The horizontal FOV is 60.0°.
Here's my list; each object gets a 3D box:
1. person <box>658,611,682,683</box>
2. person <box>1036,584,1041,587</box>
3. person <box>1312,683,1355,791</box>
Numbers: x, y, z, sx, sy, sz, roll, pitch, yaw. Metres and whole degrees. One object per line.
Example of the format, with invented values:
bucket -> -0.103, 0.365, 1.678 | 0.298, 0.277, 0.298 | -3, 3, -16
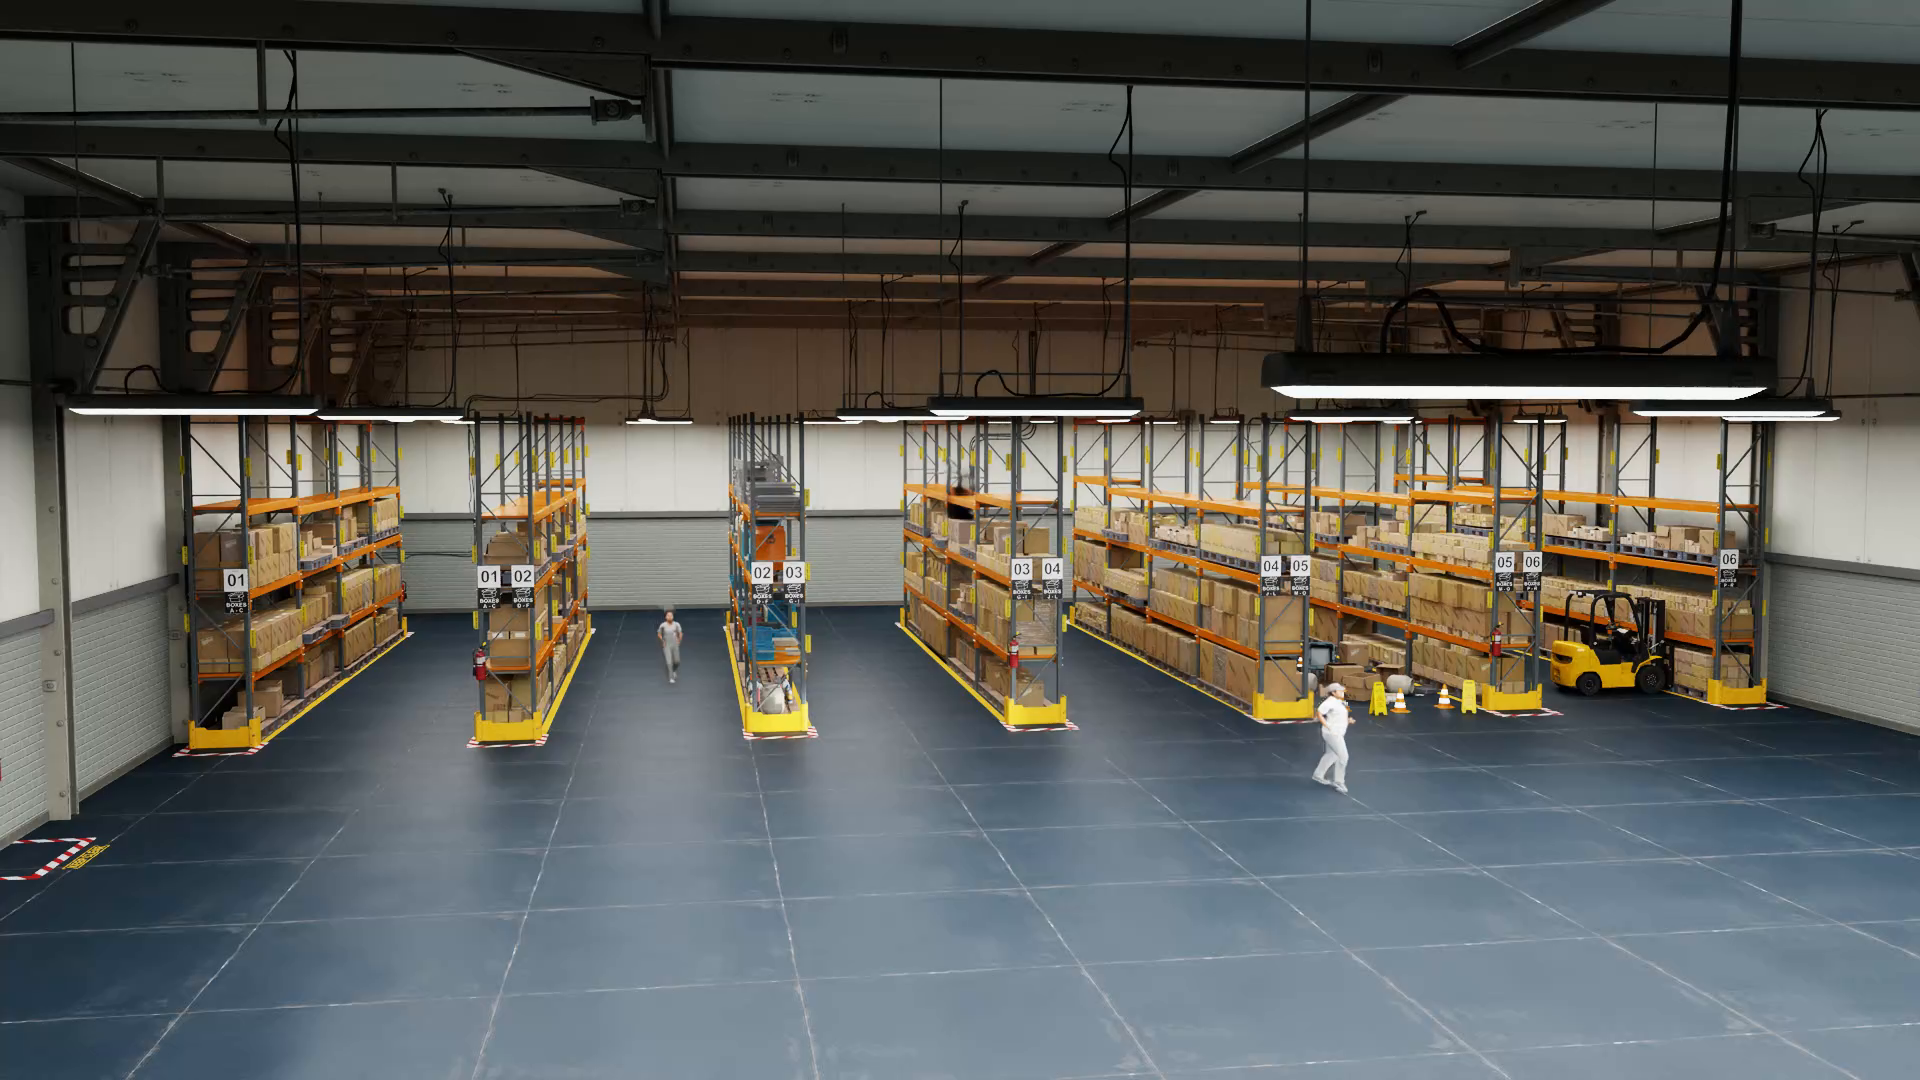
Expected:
person -> -6.457, 2.391, 37.101 | 0.541, 1.611, 0.553 | -1, 4, -16
person -> 1.758, 1.722, 41.942 | 0.660, 1.893, 0.736 | -1, 4, -19
person -> 5.919, 3.123, 26.339 | 0.656, 1.738, 0.590 | 2, 4, 23
